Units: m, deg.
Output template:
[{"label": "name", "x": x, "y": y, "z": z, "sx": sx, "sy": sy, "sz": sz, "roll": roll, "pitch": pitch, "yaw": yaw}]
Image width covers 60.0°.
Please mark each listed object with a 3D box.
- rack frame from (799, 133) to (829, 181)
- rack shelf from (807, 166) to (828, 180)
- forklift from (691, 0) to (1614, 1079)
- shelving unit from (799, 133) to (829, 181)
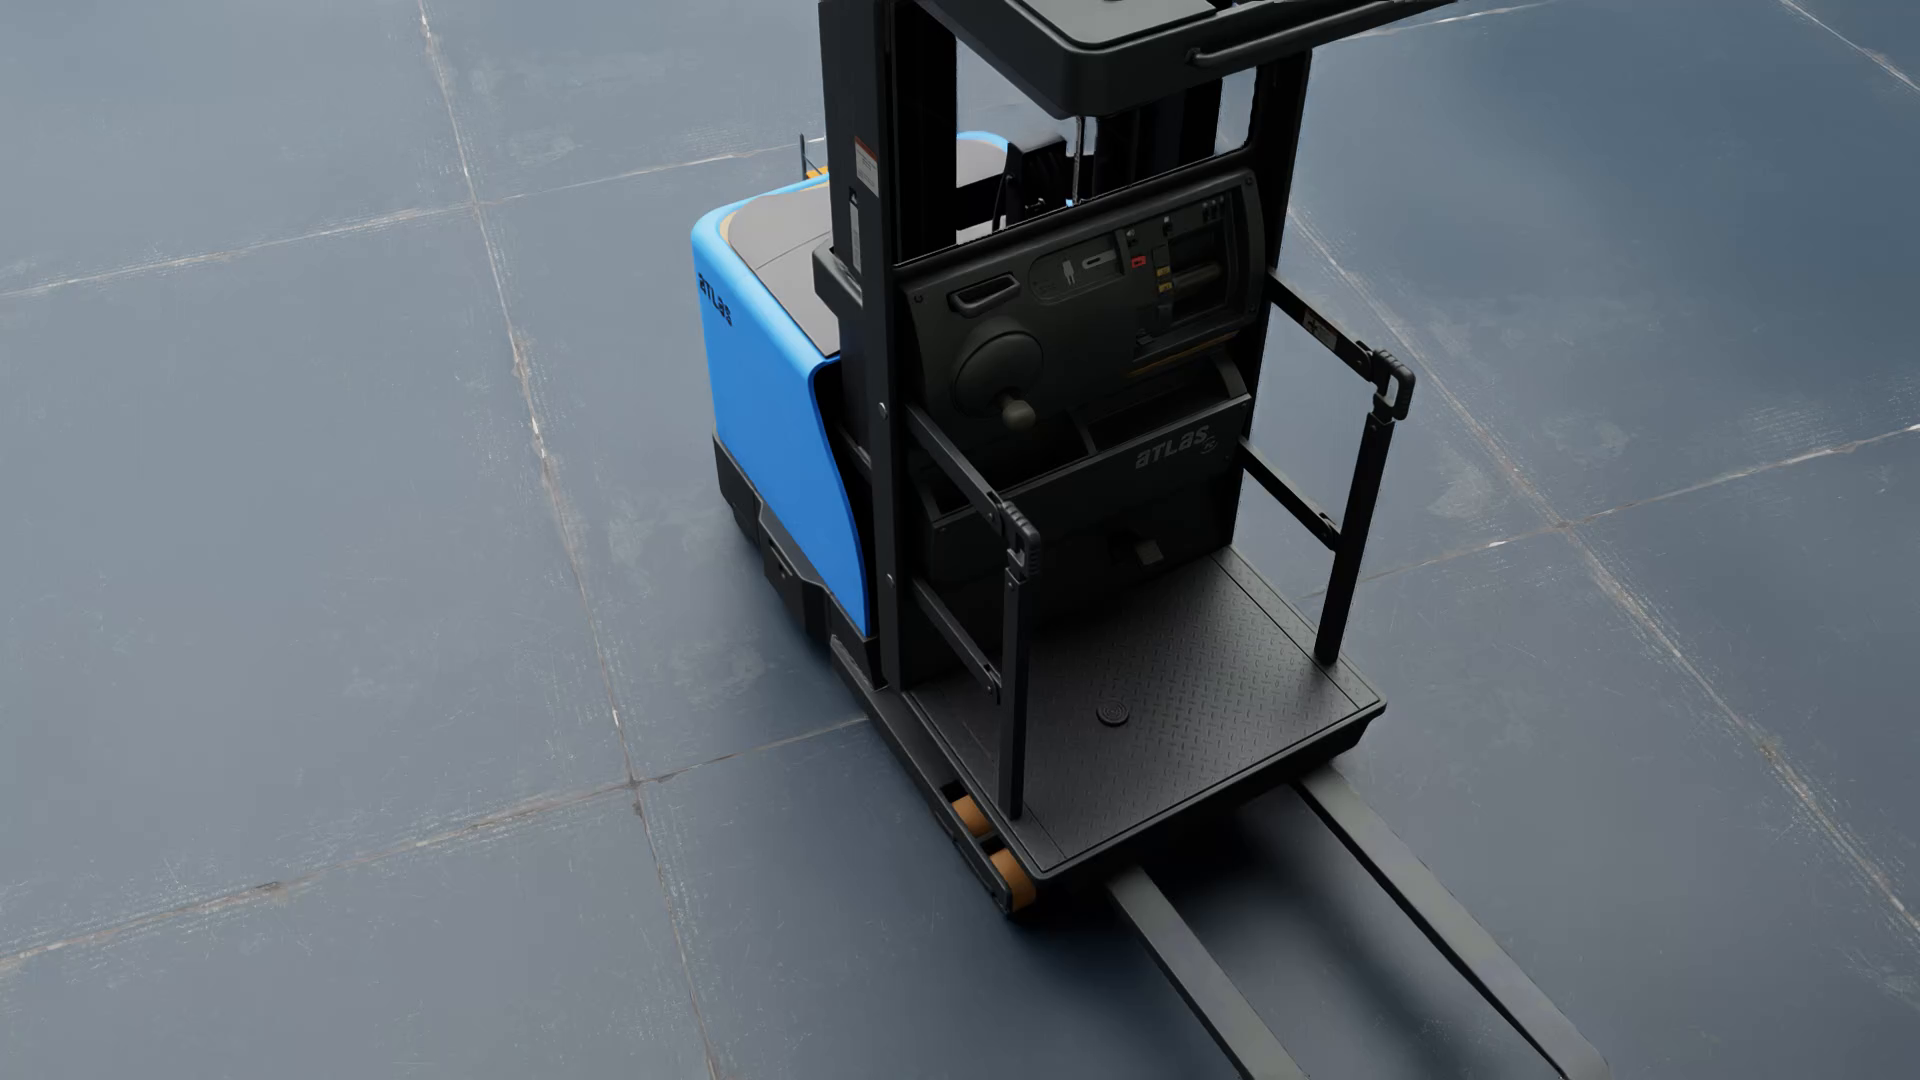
[{"label": "rack frame", "x": -0.428, "y": -0.788, "z": 5.294, "sx": 0.008, "sy": 1.050, "sz": 0.200, "roll": -23, "pitch": 49, "yaw": -21}, {"label": "rack shelf", "x": -0.323, "y": -1.025, "z": 5.145, "sx": 0.240, "sy": 0.259, "sz": 0.215, "roll": -23, "pitch": 49, "yaw": -21}, {"label": "forklift", "x": 0.413, "y": -0.456, "z": 3.635, "sx": 1.130, "sy": 2.935, "sz": 3.031, "roll": -23, "pitch": 49, "yaw": -21}, {"label": "shelving unit", "x": -0.323, "y": -0.832, "z": 5.338, "sx": 0.252, "sy": 1.050, "sz": 0.215, "roll": -23, "pitch": 49, "yaw": -21}]
